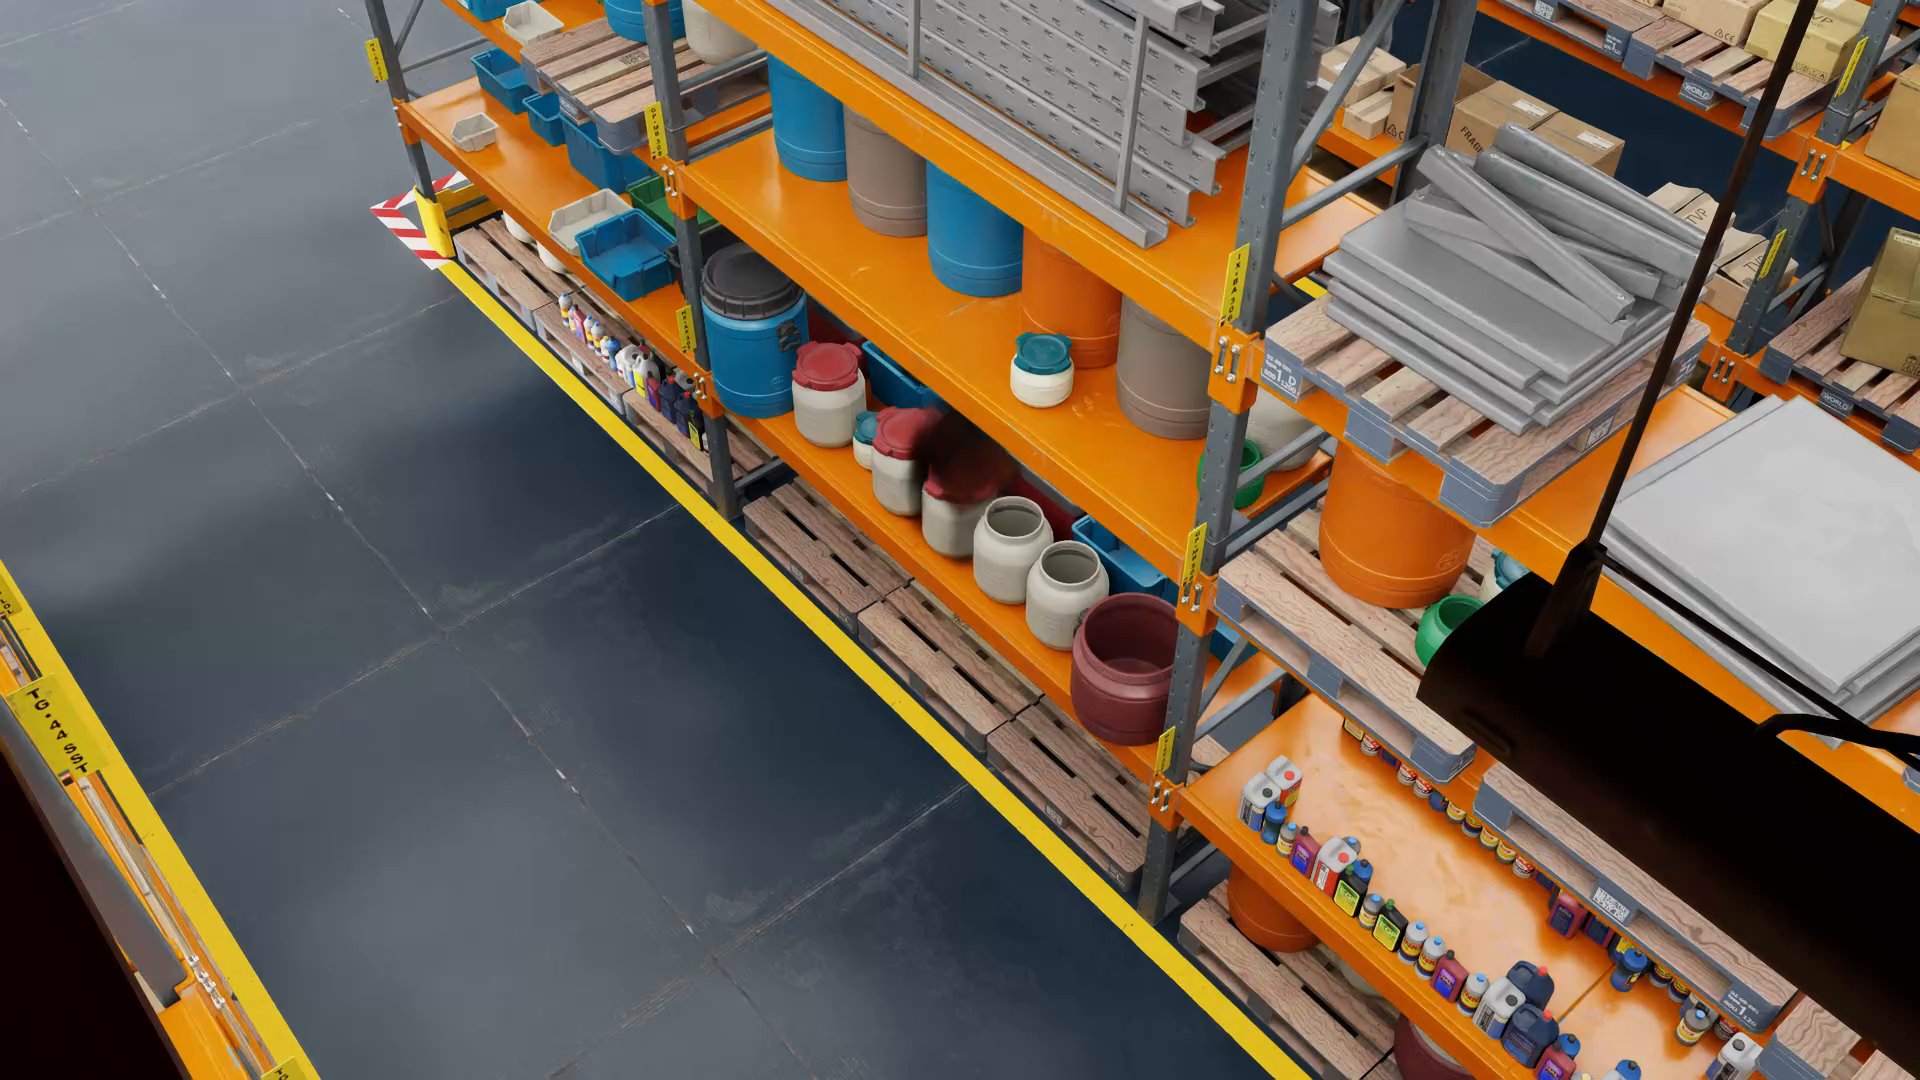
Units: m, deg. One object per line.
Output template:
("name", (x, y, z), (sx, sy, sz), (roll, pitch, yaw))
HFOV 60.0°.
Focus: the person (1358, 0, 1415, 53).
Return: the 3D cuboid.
("person", (3.633, -4.860, 14.415), (0.554, 1.787, 0.612), (-15, 48, -14))
